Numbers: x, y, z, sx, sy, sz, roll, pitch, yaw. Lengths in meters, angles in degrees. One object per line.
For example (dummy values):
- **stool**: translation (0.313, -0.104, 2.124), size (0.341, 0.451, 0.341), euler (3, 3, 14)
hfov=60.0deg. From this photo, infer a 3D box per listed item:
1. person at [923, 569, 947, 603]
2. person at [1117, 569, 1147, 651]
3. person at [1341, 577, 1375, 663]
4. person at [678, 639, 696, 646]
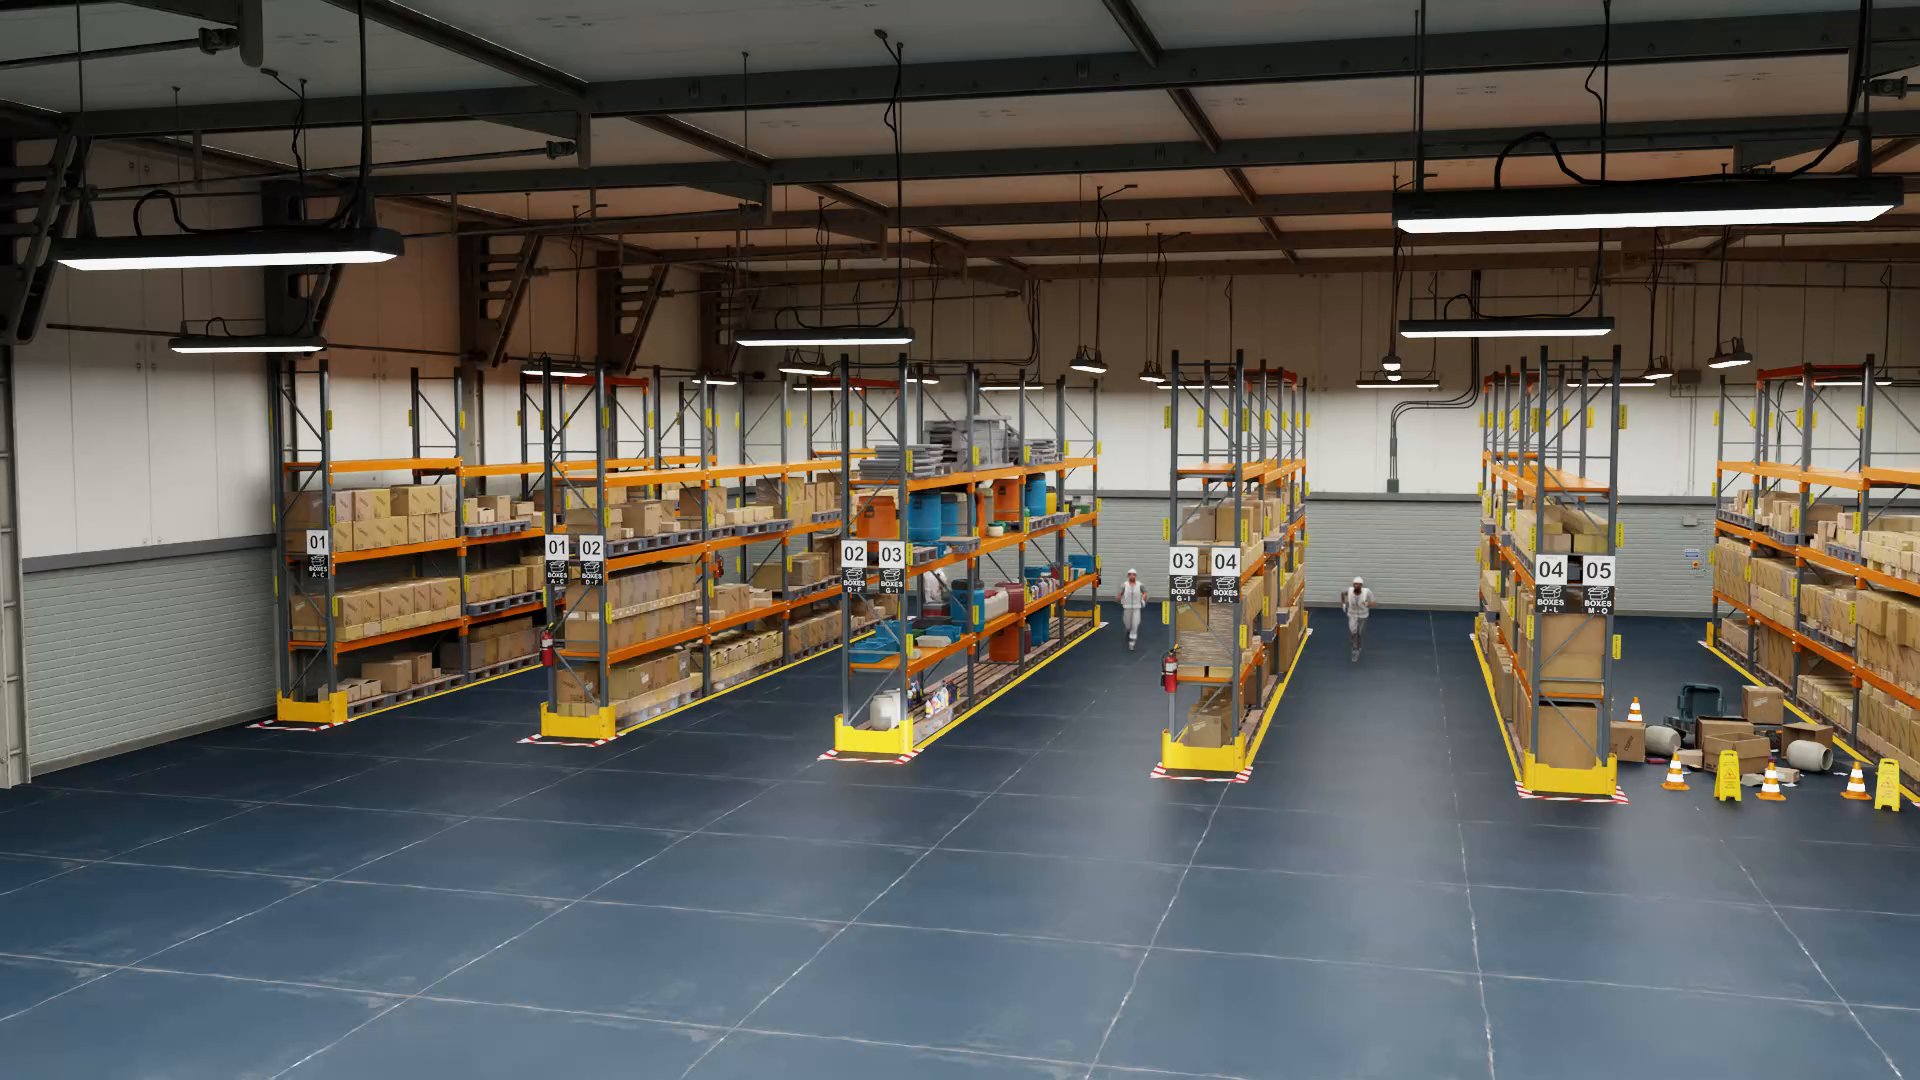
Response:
- **person**: translation (-0.631, 1.302, 39.428), size (0.668, 1.785, 0.841), euler (1, 4, 10)
- **person**: translation (3.762, 1.507, 36.297), size (0.655, 1.766, 0.889), euler (0, 4, 4)
- **person**: translation (8.304, 1.640, 34.727), size (0.674, 1.786, 0.977), euler (1, 4, 9)
- **person**: translation (-5.558, 1.737, 33.961), size (0.562, 1.687, 0.835), euler (1, 4, 12)
